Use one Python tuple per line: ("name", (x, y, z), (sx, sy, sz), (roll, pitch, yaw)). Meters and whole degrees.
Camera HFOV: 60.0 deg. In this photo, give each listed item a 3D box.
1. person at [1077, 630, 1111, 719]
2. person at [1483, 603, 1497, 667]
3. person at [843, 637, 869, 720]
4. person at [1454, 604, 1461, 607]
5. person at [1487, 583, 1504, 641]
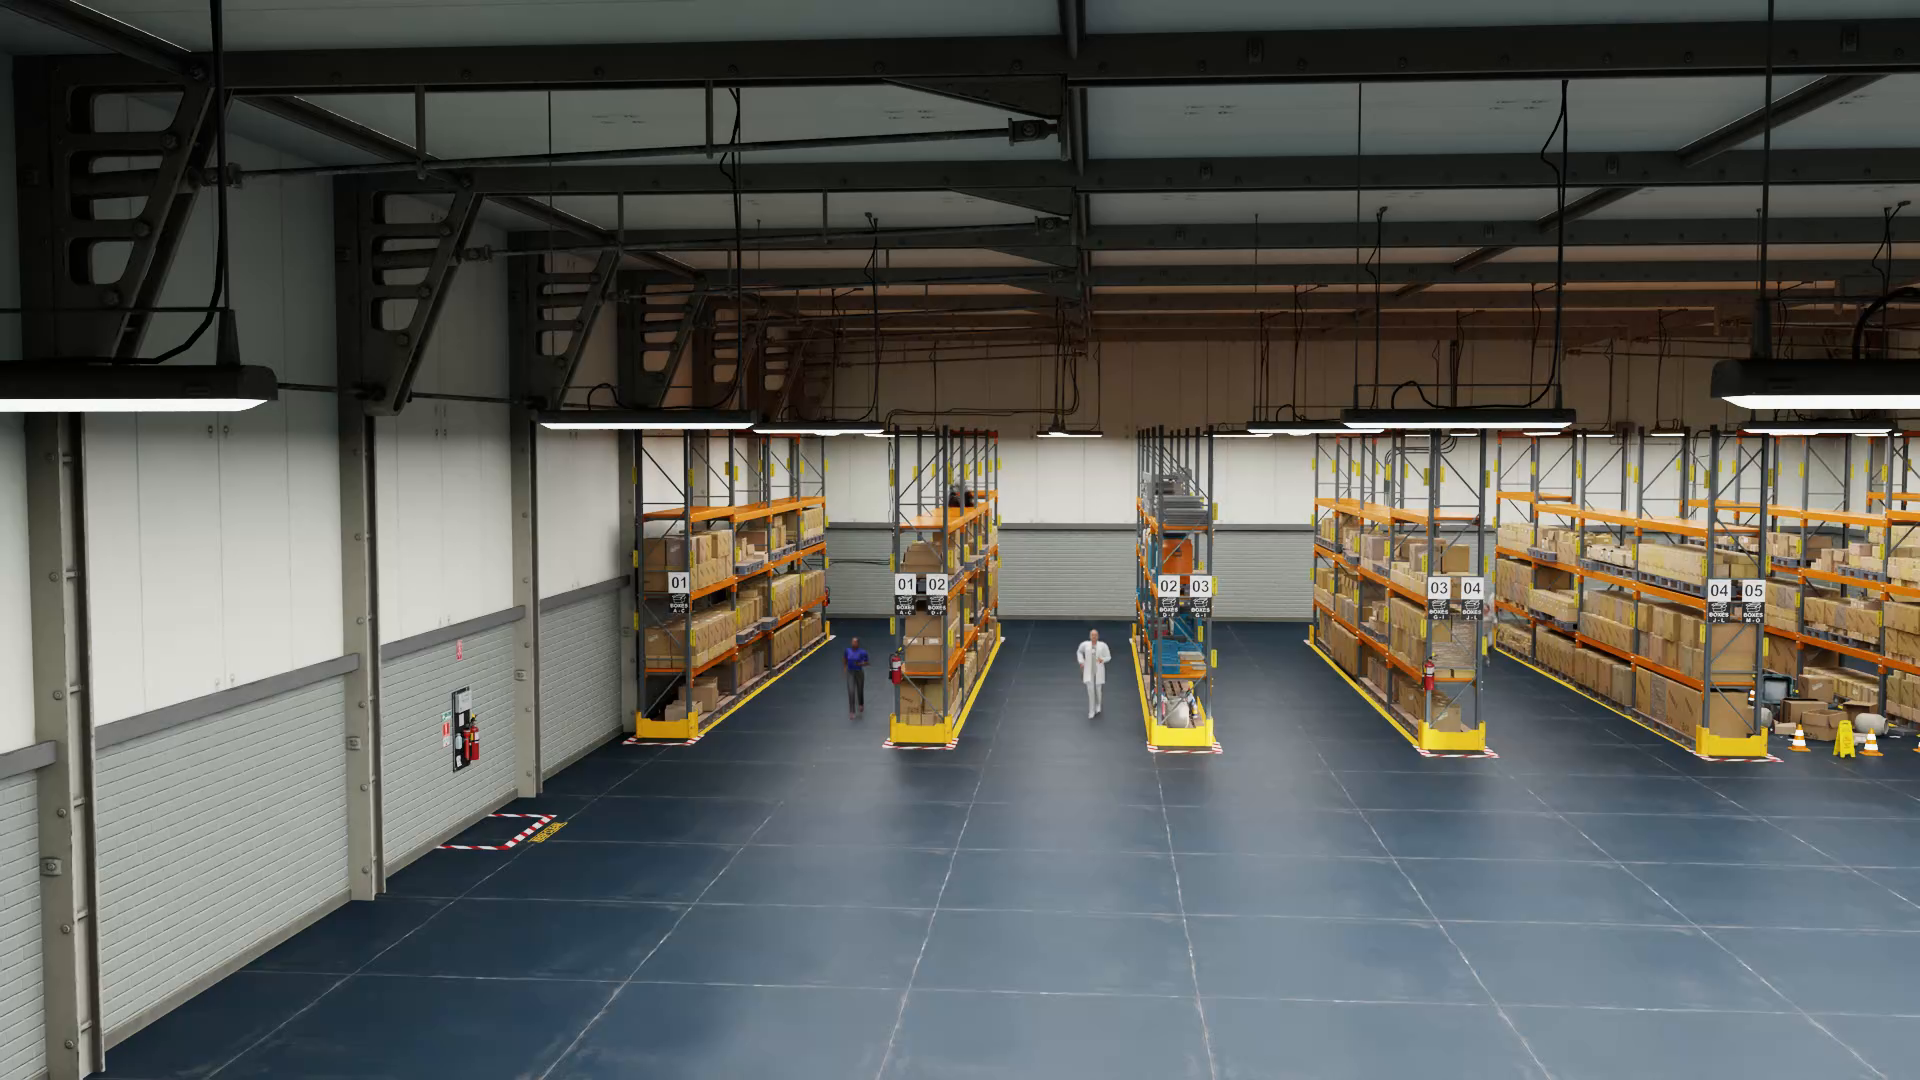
("person", (2.777, 2.795, 34.518), (0.705, 1.709, 0.909), (0, 3, 5))
("person", (13.329, 2.391, 42.106), (0.546, 1.596, 0.815), (1, 3, 10))
("person", (-2.142, 2.810, 34.262), (0.567, 1.661, 0.933), (0, 3, 3))
("person", (13.536, 2.189, 45.756), (0.631, 1.587, 0.546), (0, 3, 8))
("person", (15.269, 2.008, 47.276), (0.770, 1.736, 0.699), (-1, 4, -12))
